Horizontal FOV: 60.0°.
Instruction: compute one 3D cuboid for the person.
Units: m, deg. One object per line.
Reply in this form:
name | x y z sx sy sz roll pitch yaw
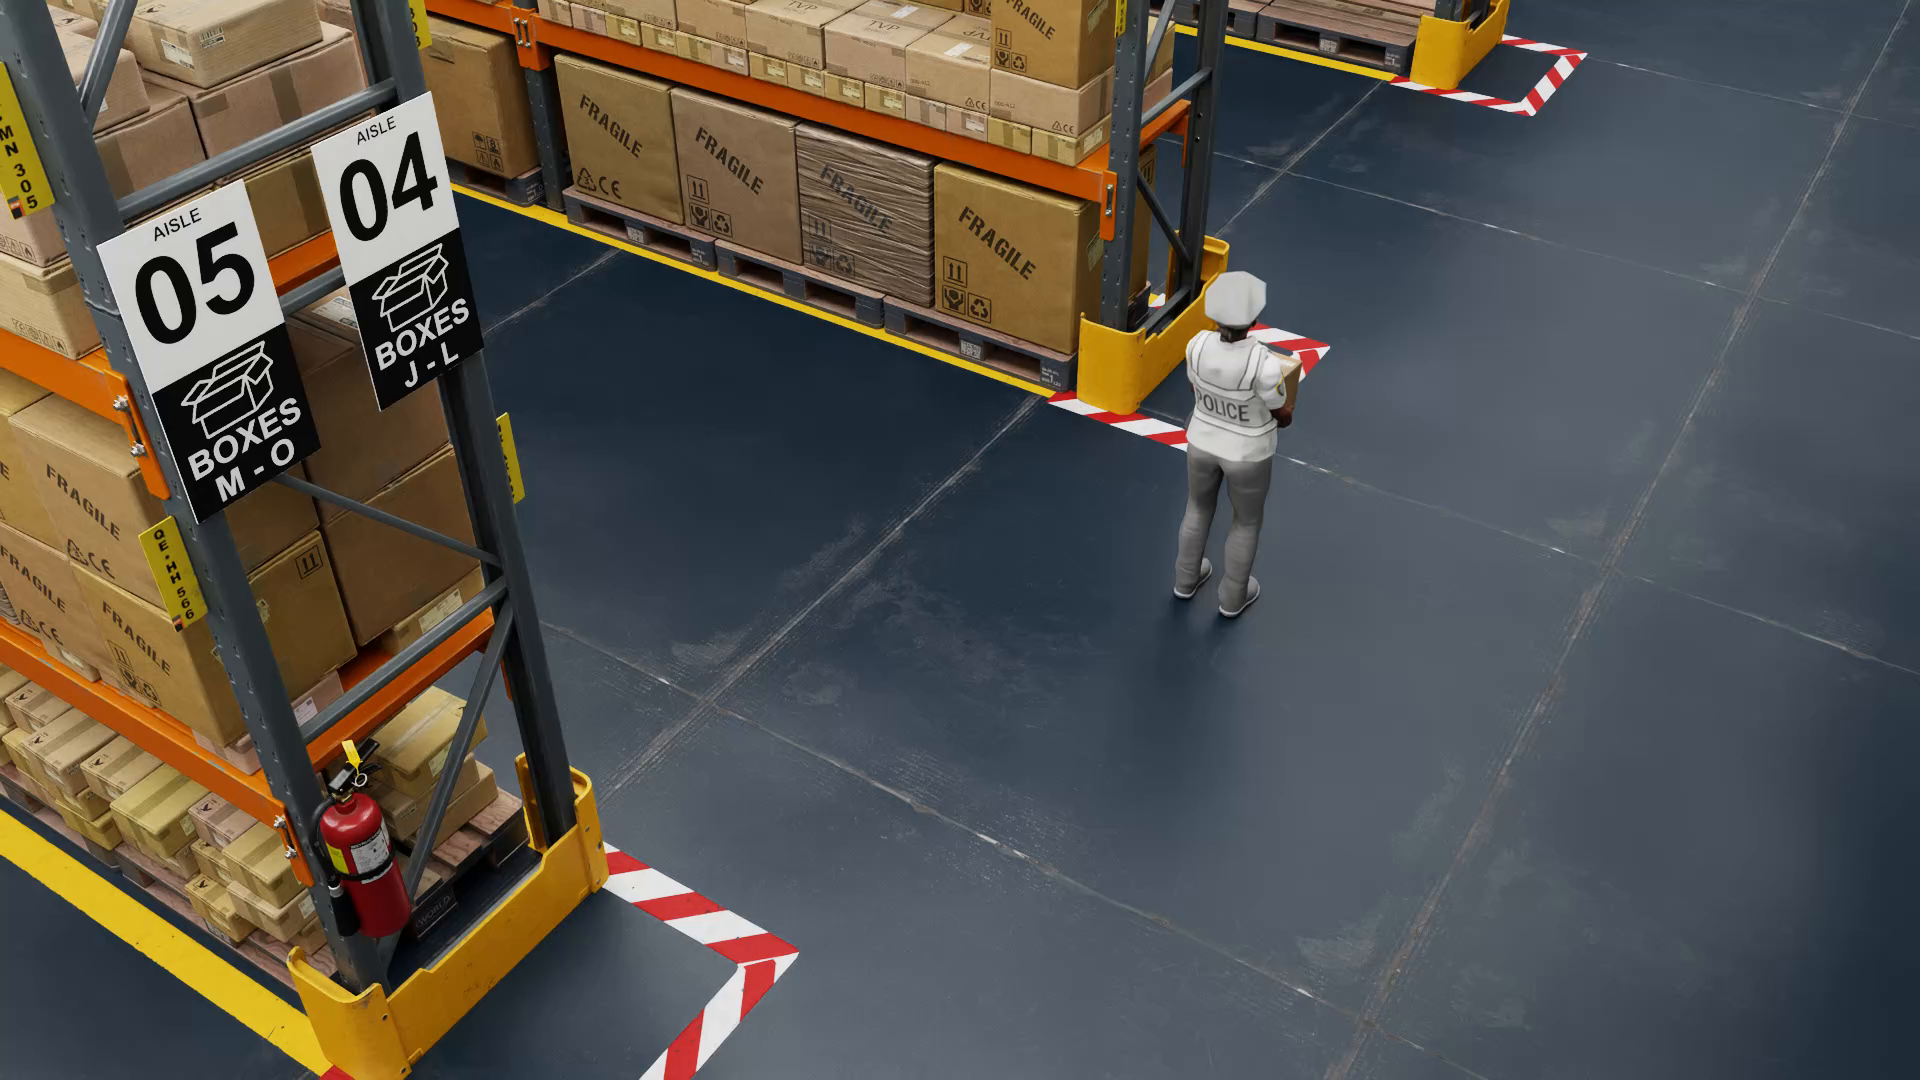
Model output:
person | 1.200 -0.440 7.208 0.449 1.688 0.540 22 44 25
